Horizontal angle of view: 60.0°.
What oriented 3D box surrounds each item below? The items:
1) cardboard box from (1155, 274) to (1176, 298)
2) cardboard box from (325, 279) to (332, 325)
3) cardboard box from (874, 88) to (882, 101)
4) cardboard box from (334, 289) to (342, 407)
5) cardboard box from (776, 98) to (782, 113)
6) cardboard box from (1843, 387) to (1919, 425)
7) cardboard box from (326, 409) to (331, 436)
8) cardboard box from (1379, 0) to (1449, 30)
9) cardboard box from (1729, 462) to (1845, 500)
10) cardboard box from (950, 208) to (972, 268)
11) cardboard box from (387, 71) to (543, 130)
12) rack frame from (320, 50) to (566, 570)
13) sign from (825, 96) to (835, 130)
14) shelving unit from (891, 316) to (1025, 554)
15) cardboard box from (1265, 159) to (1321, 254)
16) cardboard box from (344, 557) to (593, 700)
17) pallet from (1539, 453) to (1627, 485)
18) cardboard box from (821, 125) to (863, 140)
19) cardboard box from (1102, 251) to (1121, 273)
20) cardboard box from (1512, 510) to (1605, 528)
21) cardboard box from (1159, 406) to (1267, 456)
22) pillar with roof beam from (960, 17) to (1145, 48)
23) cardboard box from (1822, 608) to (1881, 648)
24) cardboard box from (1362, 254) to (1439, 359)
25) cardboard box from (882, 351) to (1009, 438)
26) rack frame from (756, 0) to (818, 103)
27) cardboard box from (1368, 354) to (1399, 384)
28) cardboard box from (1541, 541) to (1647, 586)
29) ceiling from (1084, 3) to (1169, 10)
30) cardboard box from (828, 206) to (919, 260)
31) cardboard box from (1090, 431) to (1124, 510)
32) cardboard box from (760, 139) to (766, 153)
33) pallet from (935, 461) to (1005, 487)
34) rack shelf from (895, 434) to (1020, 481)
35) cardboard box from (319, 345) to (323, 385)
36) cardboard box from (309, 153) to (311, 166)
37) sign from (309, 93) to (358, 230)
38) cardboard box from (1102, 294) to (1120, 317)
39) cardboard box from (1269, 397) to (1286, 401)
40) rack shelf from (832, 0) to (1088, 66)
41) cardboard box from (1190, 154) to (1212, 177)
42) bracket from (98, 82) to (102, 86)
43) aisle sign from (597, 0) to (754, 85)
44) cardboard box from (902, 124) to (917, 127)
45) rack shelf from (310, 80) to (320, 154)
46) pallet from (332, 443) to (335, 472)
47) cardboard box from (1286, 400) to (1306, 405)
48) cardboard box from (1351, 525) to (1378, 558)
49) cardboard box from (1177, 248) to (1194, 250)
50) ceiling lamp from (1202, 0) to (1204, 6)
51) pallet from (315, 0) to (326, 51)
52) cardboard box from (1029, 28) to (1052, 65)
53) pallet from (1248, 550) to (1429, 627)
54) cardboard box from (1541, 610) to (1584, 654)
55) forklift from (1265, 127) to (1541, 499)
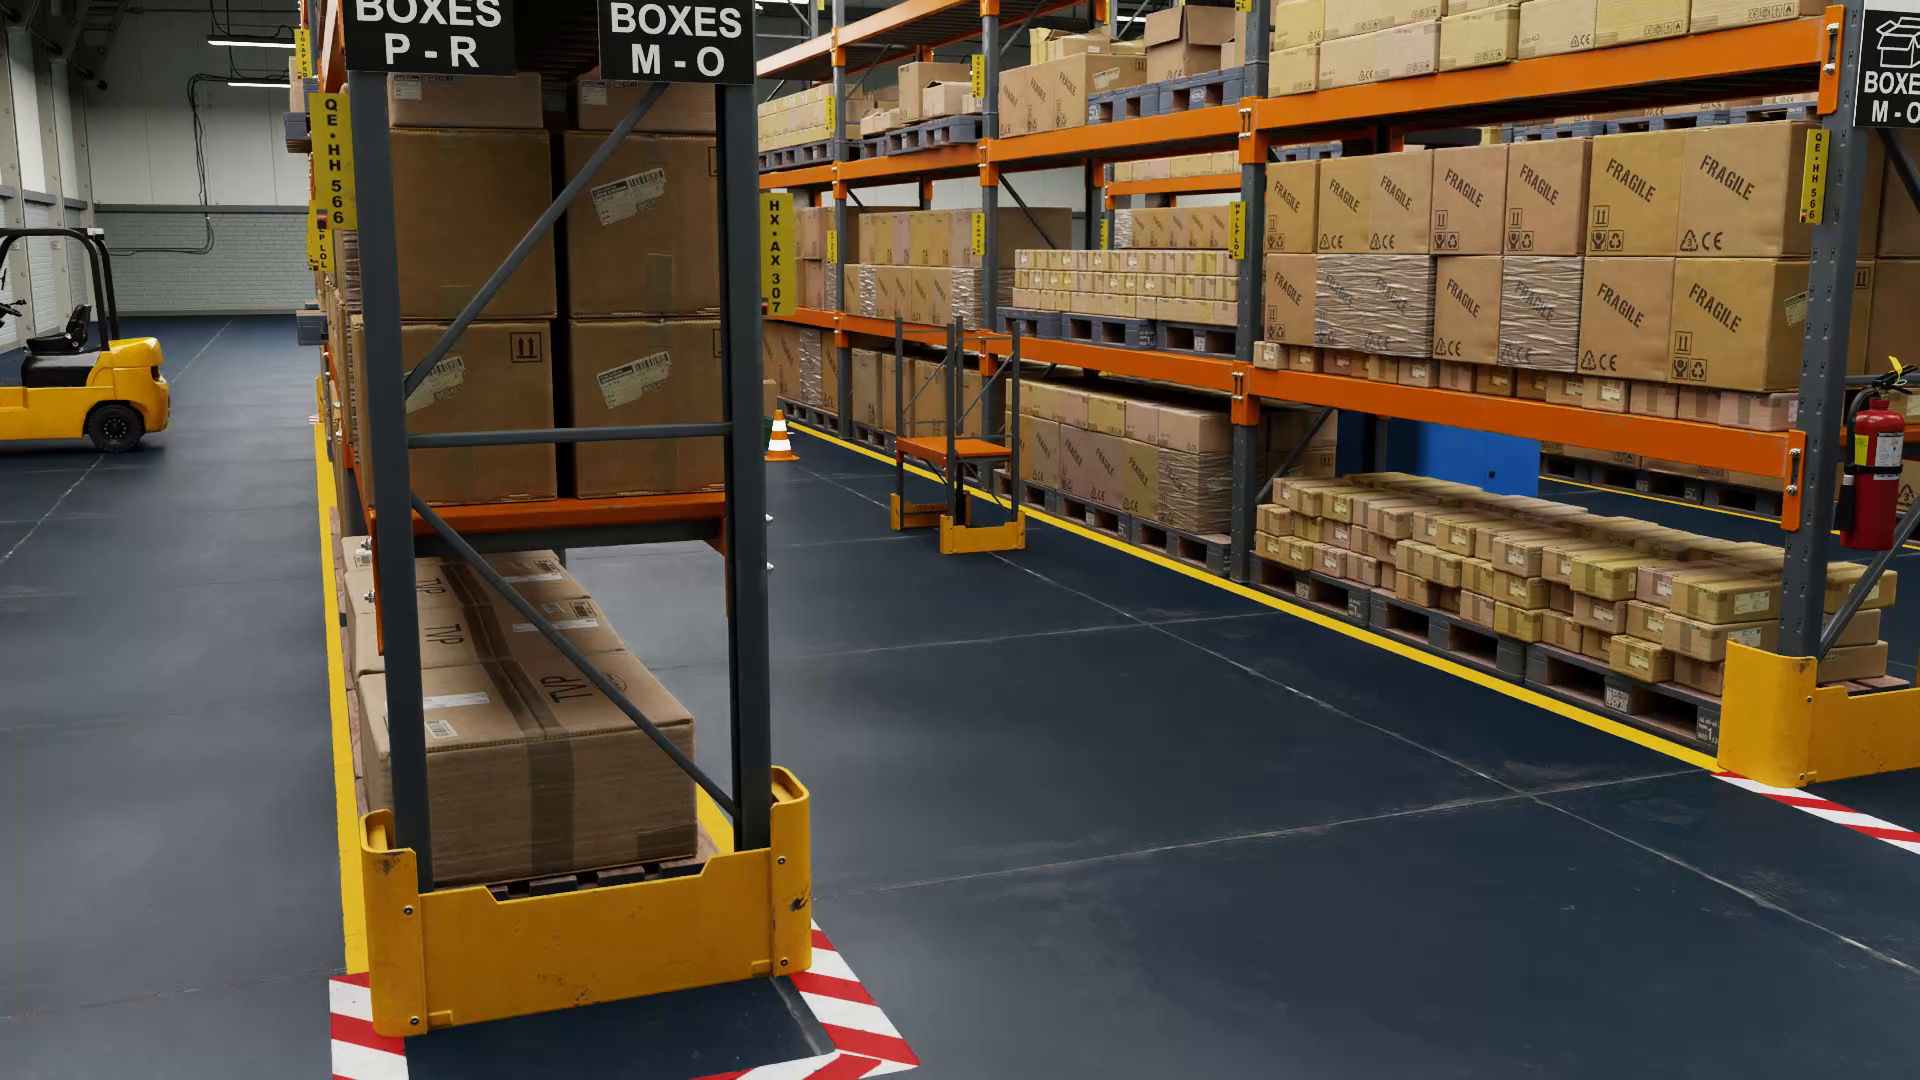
[{"bbox_3d":[1.498,-1.661,10.863,0.380,0.149,0.250,-4,11,-23],"label":"cardboard box"},{"bbox_3d":[-3.433,-1.397,9.711,0.500,0.250,0.500,-4,11,-20],"label":"cardboard box"},{"bbox_3d":[-0.694,-4.681,17.564,0.380,0.149,0.250,-4,11,-21],"label":"cardboard box"},{"bbox_3d":[-2.538,-0.877,7.498,0.500,0.500,0.500,-4,11,-19],"label":"cardboard box"},{"bbox_3d":[-1.858,-4.888,18.723,0.380,0.149,0.250,-4,11,-20],"label":"cardboard box"},{"bbox_3d":[3.751,-0.548,6.655,0.380,0.149,0.250,-4,11,-21],"label":"cardboard box"},{"bbox_3d":[-5.827,-1.159,16.022,0.500,0.250,0.500,-3,11,-18],"label":"cardboard box"},{"bbox_3d":[2.410,-2.642,8.143,0.500,0.250,0.500,-4,11,-20],"label":"cardboard box"},{"bbox_3d":[6.522,-0.813,12.296,1.225,0.875,0.875,-4,11,-21],"label":"cardboard box"},{"bbox_3d":[0.326,-2.602,14.343,0.700,0.500,0.500,-4,11,-22],"label":"cardboard box"},{"bbox_3d":[-1.331,-1.174,4.465,0.380,0.149,0.250,-4,11,-20],"label":"cardboard box"},{"bbox_3d":[-2.464,-0.921,8.031,1.000,3.000,0.127,-4,11,-21],"label":"rack frame"},{"bbox_3d":[-1.302,-4.292,16.716,0.100,0.325,0.005,-4,11,-21],"label":"sign"},{"bbox_3d":[-0.028,-0.751,11.359,0.587,1.500,1.083,-4,11,-21],"label":"shelving unit"},{"bbox_3d":[2.050,-1.850,9.266,0.500,0.500,0.500,-4,11,-20],"label":"cardboard box"},{"bbox_3d":[-2.011,0.389,6.783,0.875,0.438,0.875,-4,11,-23],"label":"cardboard box"},{"bbox_3d":[5.539,-0.696,14.731,1.003,0.211,1.213,-4,11,-21],"label":"pallet"},{"bbox_3d":[-1.216,-4.205,17.164,0.380,0.149,0.250,-4,11,-21],"label":"cardboard box"},{"bbox_3d":[1.215,-1.937,11.564,0.380,0.149,0.250,-4,11,-22],"label":"cardboard box"},{"bbox_3d":[3.014,-0.050,8.379,0.380,0.149,0.250,-4,11,-21],"label":"cardboard box"},{"bbox_3d":[1.608,-0.702,10.599,0.500,0.250,0.500,-4,11,-22],"label":"cardboard box"},{"bbox_3d":[2.450,-11.969,53.013,9.100,9.000,0.548,-4,11,-21],"label":"pillar with roof beam"},{"bbox_3d":[3.612,0.350,6.978,0.380,0.149,0.250,-3,11,-19],"label":"cardboard box"},{"bbox_3d":[2.393,-1.185,8.384,0.500,0.500,0.500,-4,11,-22],"label":"cardboard box"},{"bbox_3d":[-0.131,-1.403,15.967,1.050,0.750,0.750,-4,11,-21],"label":"cardboard box"},{"bbox_3d":[-2.235,-6.164,20.376,1.000,3.000,0.127,-4,11,-21],"label":"rack frame"},{"bbox_3d":[2.343,-0.893,8.592,0.380,0.149,0.250,-4,11,-20],"label":"cardboard box"},{"bbox_3d":[2.850,0.110,7.479,0.380,0.149,0.250,-4,11,-23],"label":"cardboard box"},{"bbox_3d":[7.536,-15.617,47.823,6.000,0.001,6.000,-4,11,-21],"label":"ceiling"},{"bbox_3d":[-0.887,-3.225,17.474,0.875,0.550,0.550,-4,11,-21],"label":"cardboard box"},{"bbox_3d":[1.243,-0.500,11.604,0.500,0.500,0.500,-4,11,-22],"label":"cardboard box"},{"bbox_3d":[-2.134,-4.619,19.490,0.380,0.149,0.250,-4,11,-20],"label":"cardboard box"},{"bbox_3d":[0.448,-0.665,14.554,1.003,0.211,1.213,-4,11,-21],"label":"pallet"},{"bbox_3d":[-0.031,-0.575,11.399,0.538,0.185,1.000,-4,11,-21],"label":"rack shelf"},{"bbox_3d":[-6.769,-1.948,18.320,0.500,0.500,0.500,-4,11,-23],"label":"cardboard box"},{"bbox_3d":[-6.523,-3.947,17.197,0.380,0.149,0.250,-4,11,-20],"label":"cardboard box"},{"bbox_3d":[-1.525,-0.922,4.057,0.100,0.325,0.005,-4,11,-21],"label":"sign"},{"bbox_3d":[1.213,-1.643,11.607,0.380,0.149,0.250,-4,11,-23],"label":"cardboard box"},{"bbox_3d":[3.766,-1.899,19.471,0.500,0.500,0.500,-4,11,-23],"label":"cardboard box"},{"bbox_3d":[-0.061,-4.633,14.968,1.077,0.370,4.000,-4,11,-21],"label":"rack shelf"},{"bbox_3d":[3.096,-4.485,19.932,0.500,0.250,0.500,-4,11,-21],"label":"cardboard box"},{"bbox_3d":[-23.360,-12.396,45.136,0.076,0.066,3.189,-4,11,-21],"label":"bracket"},{"bbox_3d":[-0.718,-1.554,4.170,0.394,0.787,0.004,-4,11,-21],"label":"aisle sign"},{"bbox_3d":[-0.305,-3.905,15.141,0.396,0.266,0.258,-4,11,-21],"label":"cardboard box"},{"bbox_3d":[-3.188,-2.370,9.666,1.077,0.370,4.000,-4,11,-21],"label":"rack shelf"},{"bbox_3d":[-5.079,-0.727,14.902,1.003,0.211,1.213,-4,11,-21],"label":"pallet"},{"bbox_3d":[4.076,-1.740,18.517,0.700,0.500,0.500,-5,11,-25],"label":"cardboard box"},{"bbox_3d":[2.339,-0.004,8.970,0.380,0.149,0.250,-4,11,-24],"label":"cardboard box"},{"bbox_3d":[3.202,-3.372,20.675,0.875,0.500,0.500,-4,11,-21],"label":"cardboard box"},{"bbox_3d":[6.541,-12.684,40.363,2.000,3.185,0.800,-4,11,-21],"label":"ceiling lamp"},{"bbox_3d":[-2.177,-2.220,7.021,1.003,0.211,1.213,-4,11,-21],"label":"pallet"},{"bbox_3d":[0.740,-3.639,12.279,0.396,0.266,0.258,-4,11,-21],"label":"cardboard box"},{"bbox_3d":[2.390,0.229,9.530,1.003,0.211,1.213,-4,11,-21],"label":"pallet"},{"bbox_3d":[2.873,0.402,7.535,0.380,0.149,0.250,-4,11,-20],"label":"cardboard box"},{"bbox_3d":[2.900,-1.628,12.201,1.130,2.935,3.031,-4,11,-22],"label":"forklift"}]
